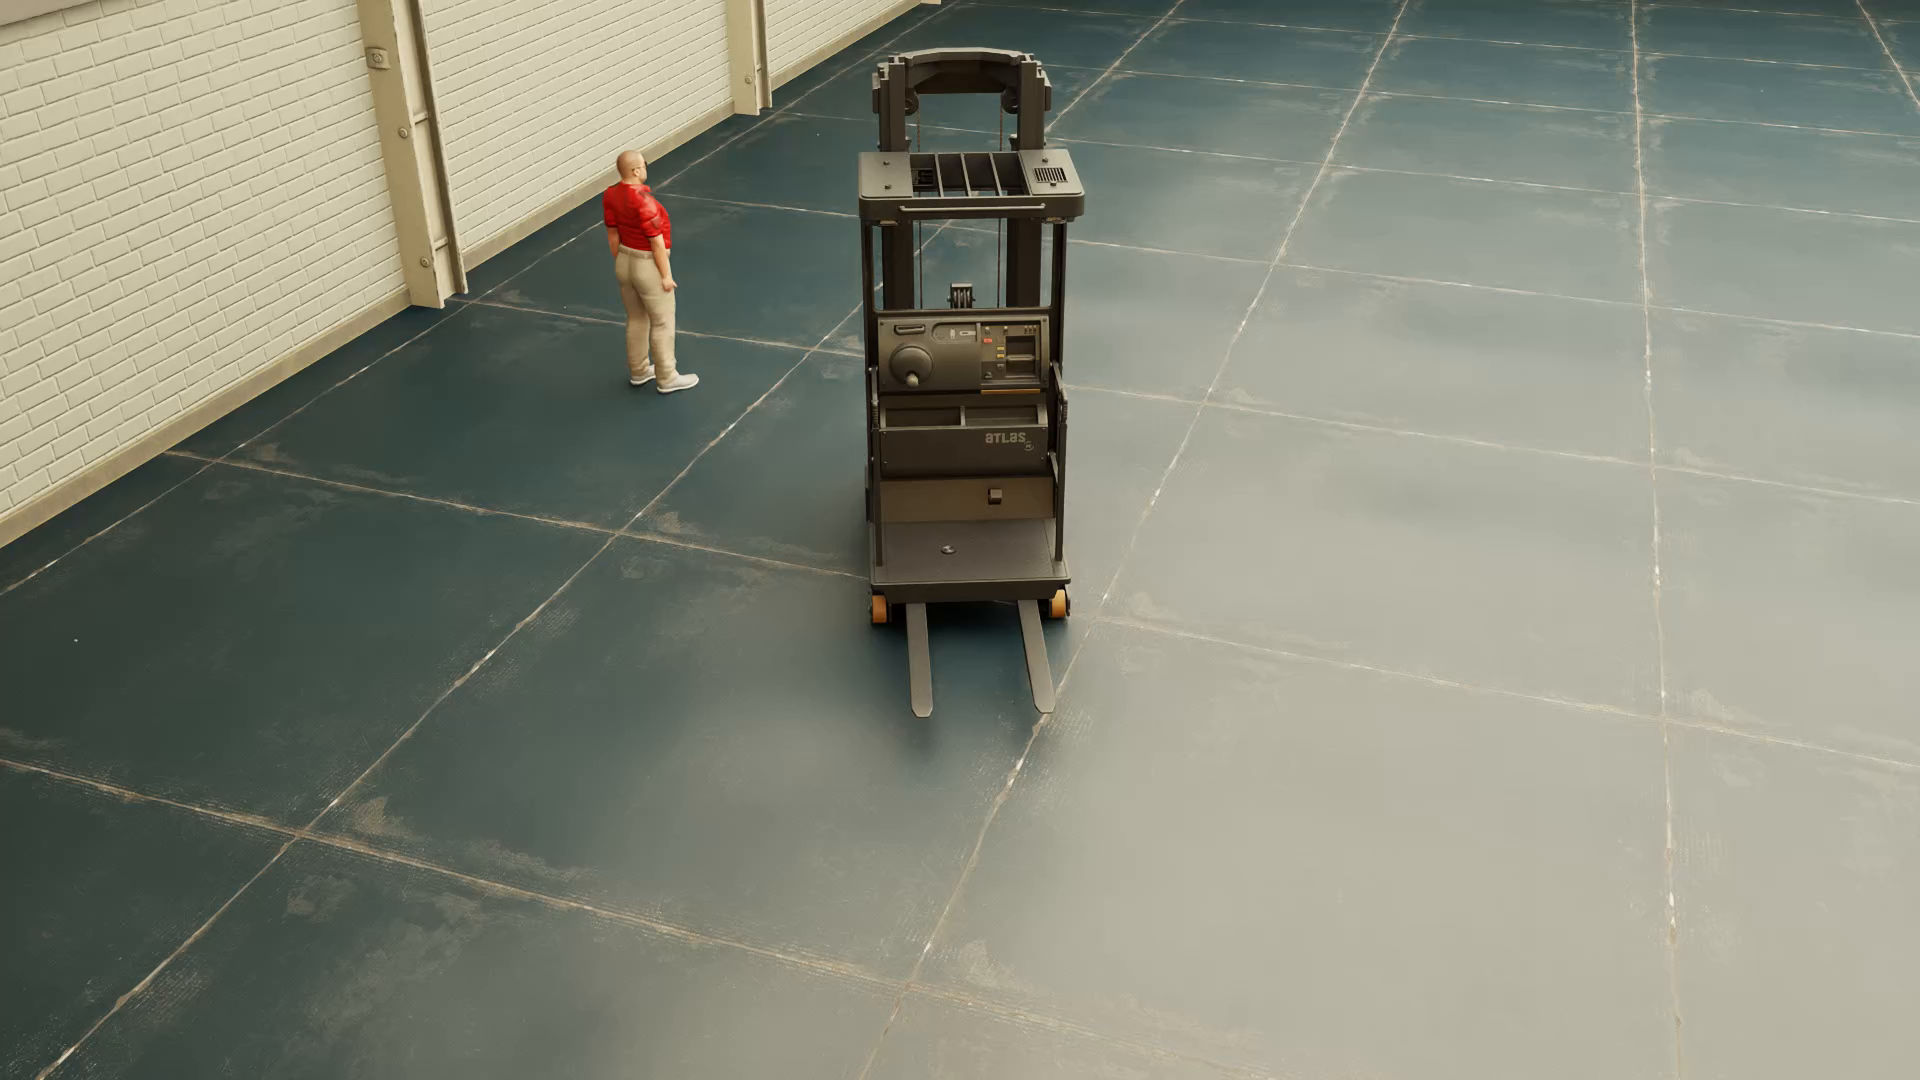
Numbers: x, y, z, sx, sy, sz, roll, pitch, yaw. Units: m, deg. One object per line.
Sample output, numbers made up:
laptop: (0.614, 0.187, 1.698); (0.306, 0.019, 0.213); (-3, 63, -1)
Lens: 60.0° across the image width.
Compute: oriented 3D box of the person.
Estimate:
person: (-2.199, -1.892, 11.675); (0.527, 1.728, 0.389); (20, 35, 31)

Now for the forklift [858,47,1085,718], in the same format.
forklift: (0.035, -0.972, 8.842); (1.130, 2.935, 3.031); (-2, 30, -3)
